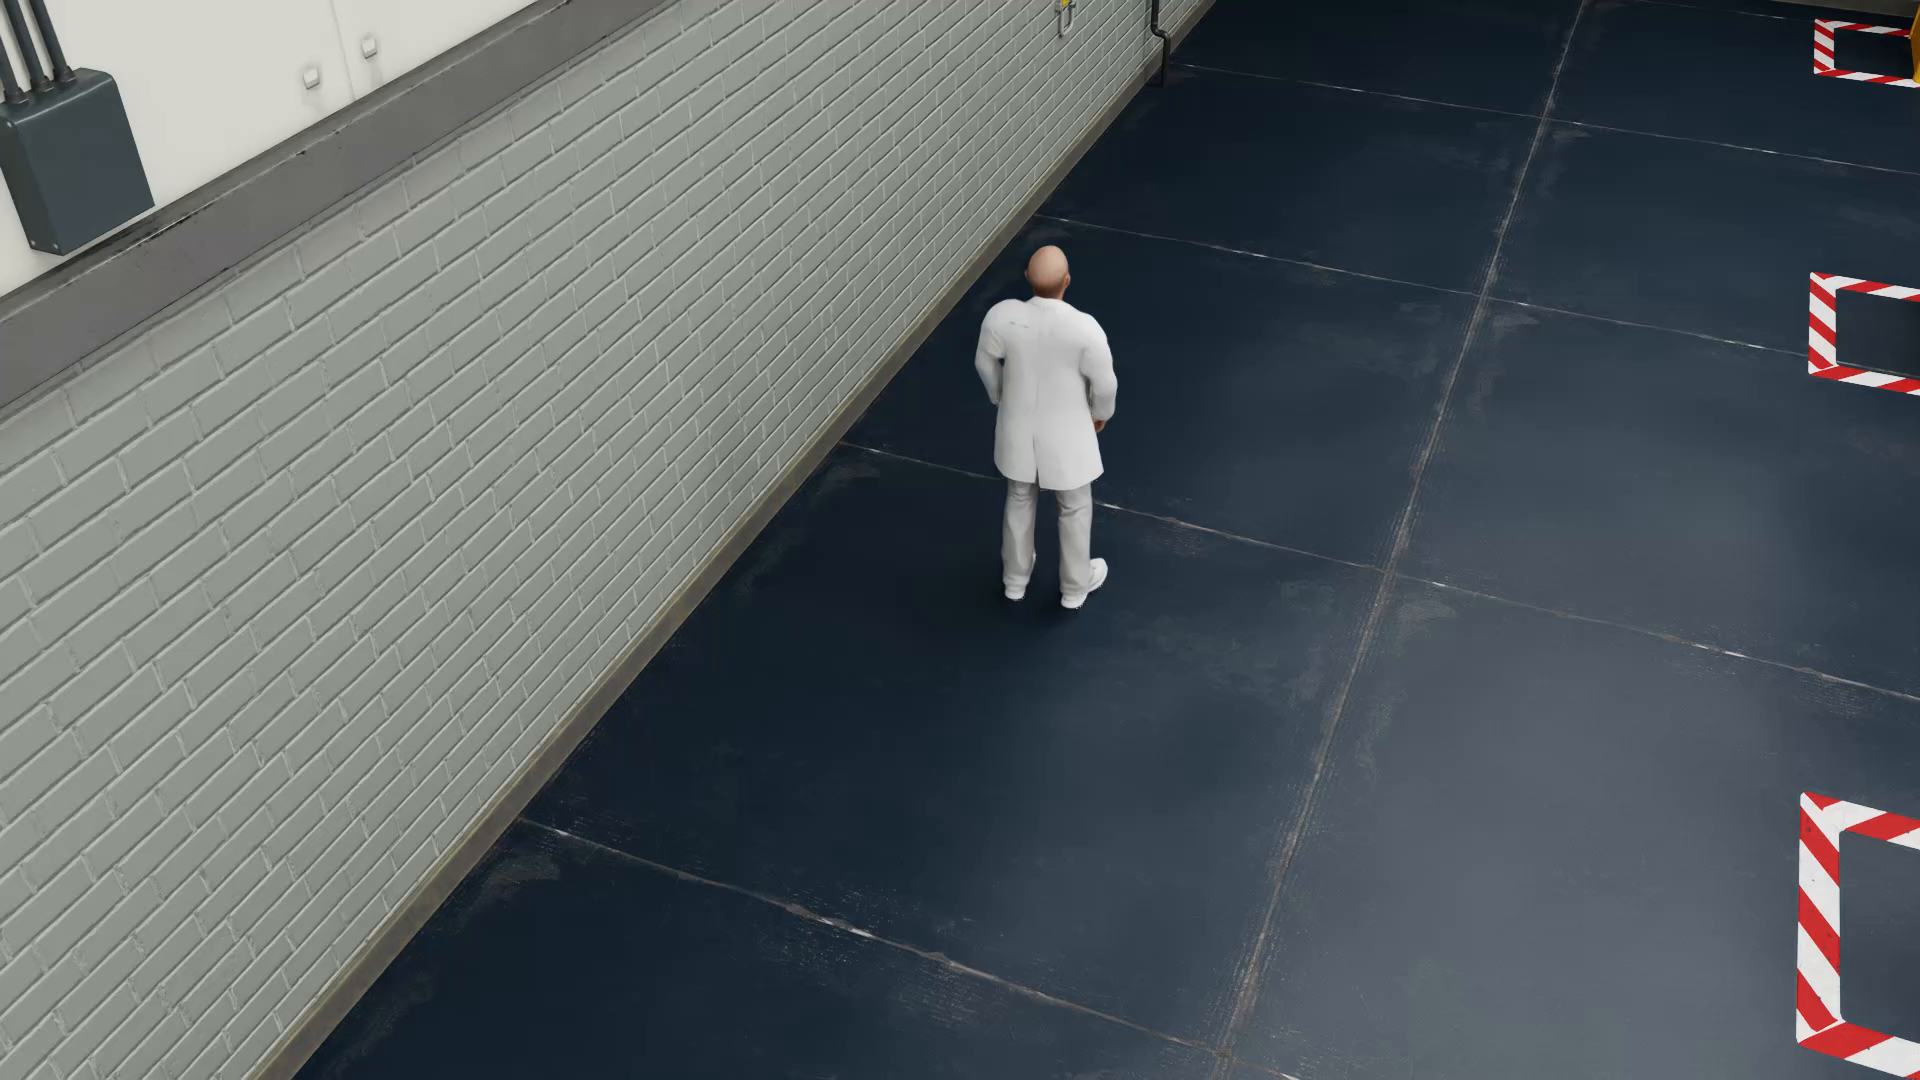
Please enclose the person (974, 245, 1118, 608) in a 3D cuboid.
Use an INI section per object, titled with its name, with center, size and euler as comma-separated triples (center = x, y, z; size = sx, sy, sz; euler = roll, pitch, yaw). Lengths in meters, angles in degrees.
[person]
center = 0.399, -0.524, 7.522
size = 0.651, 1.779, 0.436
euler = 14, 39, 18
